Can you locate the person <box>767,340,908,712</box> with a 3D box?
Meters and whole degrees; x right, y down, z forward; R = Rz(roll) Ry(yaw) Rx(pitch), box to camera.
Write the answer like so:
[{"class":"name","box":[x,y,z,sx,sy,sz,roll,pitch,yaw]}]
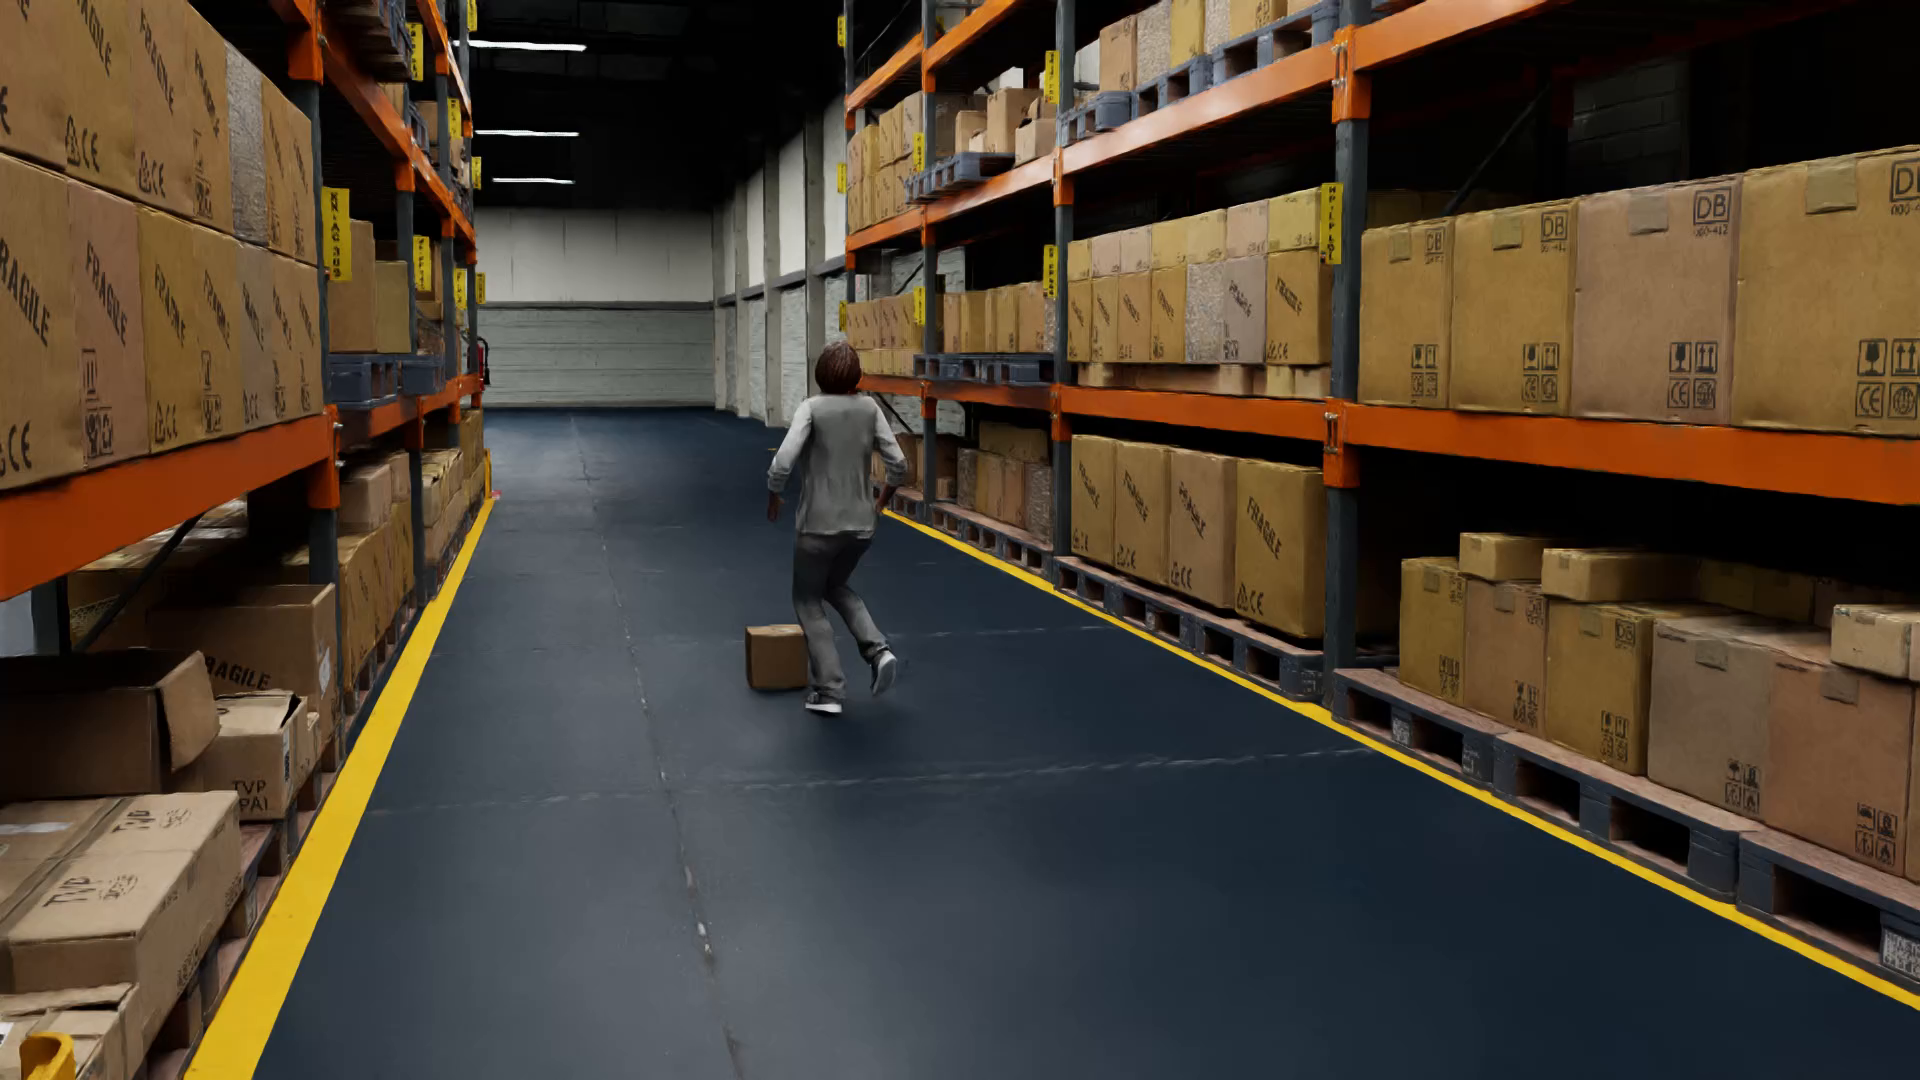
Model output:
[{"class":"person","box":[-0.562,-0.050,6.979,0.585,1.567,0.439,-5,8,-37]}]
